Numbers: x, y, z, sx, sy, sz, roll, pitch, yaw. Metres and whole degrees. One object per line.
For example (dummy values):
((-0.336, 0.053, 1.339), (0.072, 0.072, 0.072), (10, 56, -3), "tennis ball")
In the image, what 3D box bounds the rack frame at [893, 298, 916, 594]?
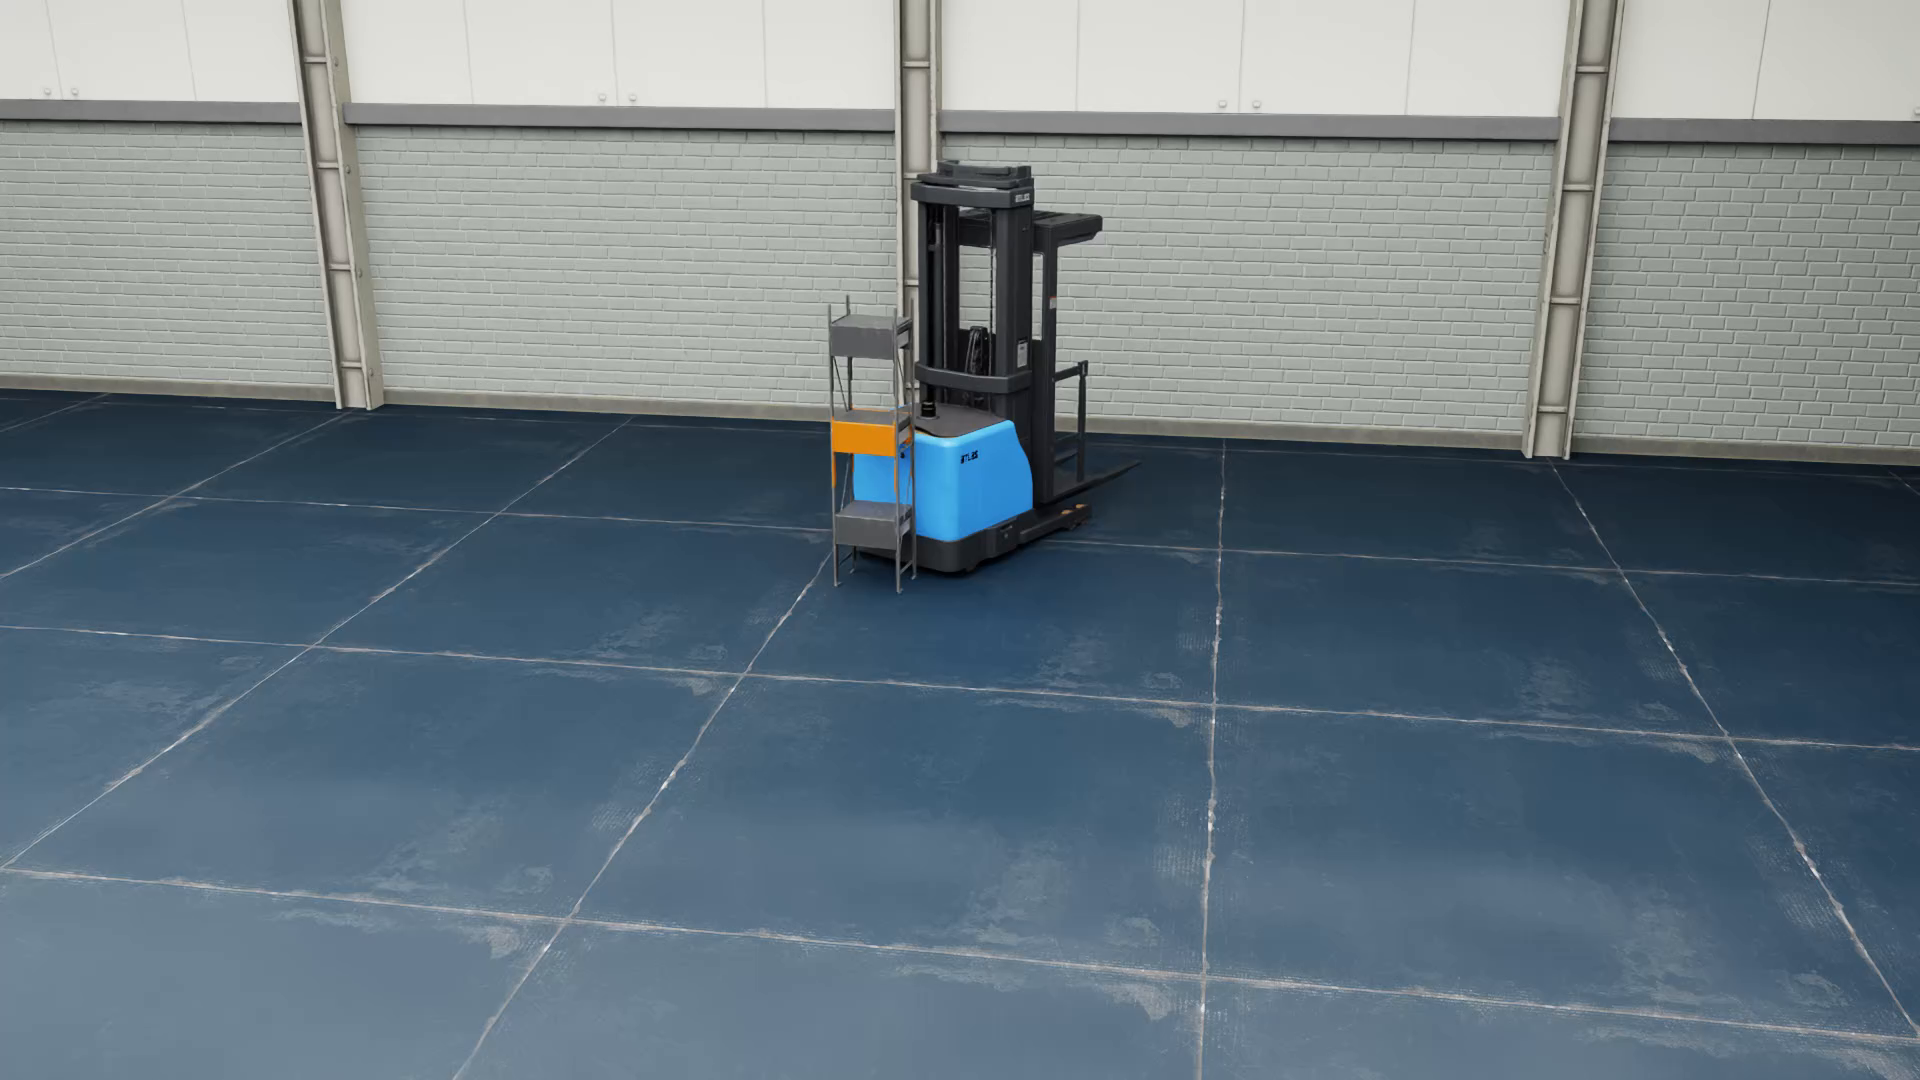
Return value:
((-0.394, -0.662, 11.971), (0.015, 2.100, 0.400), (6, 19, 16), "rack frame")

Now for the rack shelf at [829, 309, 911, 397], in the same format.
((-0.627, -1.335, 11.821), (0.480, 0.518, 0.431), (6, 19, 16), "rack shelf")

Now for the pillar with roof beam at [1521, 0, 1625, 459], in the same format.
((4.851, -3.731, 10.271), (0.400, 9.000, 9.100), (3, 19, 9), "pillar with roof beam")

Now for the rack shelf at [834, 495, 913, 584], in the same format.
((-0.627, -0.008, 12.267), (0.480, 0.518, 0.431), (6, 19, 16), "rack shelf")

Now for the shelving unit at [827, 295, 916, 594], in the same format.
((-0.627, -0.685, 12.039), (0.503, 2.100, 0.431), (6, 19, 16), "shelving unit")

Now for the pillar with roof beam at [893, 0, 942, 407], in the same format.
((-1.073, -4.033, 11.173), (0.400, 9.000, 9.100), (3, 19, 9), "pillar with roof beam")

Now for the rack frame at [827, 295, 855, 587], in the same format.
((-0.860, -0.707, 12.107), (0.015, 2.100, 0.400), (6, 19, 16), "rack frame")

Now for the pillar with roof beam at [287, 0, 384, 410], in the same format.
((-6.997, -4.334, 12.076), (0.400, 9.000, 9.100), (3, 19, 9), "pillar with roof beam")

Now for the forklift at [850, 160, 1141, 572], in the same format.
((0.430, -1.553, 13.326), (1.130, 2.935, 3.031), (13, 23, 35), "forklift")

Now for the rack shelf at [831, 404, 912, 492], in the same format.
((-0.627, -0.672, 12.044), (0.480, 0.518, 0.431), (6, 19, 16), "rack shelf")
